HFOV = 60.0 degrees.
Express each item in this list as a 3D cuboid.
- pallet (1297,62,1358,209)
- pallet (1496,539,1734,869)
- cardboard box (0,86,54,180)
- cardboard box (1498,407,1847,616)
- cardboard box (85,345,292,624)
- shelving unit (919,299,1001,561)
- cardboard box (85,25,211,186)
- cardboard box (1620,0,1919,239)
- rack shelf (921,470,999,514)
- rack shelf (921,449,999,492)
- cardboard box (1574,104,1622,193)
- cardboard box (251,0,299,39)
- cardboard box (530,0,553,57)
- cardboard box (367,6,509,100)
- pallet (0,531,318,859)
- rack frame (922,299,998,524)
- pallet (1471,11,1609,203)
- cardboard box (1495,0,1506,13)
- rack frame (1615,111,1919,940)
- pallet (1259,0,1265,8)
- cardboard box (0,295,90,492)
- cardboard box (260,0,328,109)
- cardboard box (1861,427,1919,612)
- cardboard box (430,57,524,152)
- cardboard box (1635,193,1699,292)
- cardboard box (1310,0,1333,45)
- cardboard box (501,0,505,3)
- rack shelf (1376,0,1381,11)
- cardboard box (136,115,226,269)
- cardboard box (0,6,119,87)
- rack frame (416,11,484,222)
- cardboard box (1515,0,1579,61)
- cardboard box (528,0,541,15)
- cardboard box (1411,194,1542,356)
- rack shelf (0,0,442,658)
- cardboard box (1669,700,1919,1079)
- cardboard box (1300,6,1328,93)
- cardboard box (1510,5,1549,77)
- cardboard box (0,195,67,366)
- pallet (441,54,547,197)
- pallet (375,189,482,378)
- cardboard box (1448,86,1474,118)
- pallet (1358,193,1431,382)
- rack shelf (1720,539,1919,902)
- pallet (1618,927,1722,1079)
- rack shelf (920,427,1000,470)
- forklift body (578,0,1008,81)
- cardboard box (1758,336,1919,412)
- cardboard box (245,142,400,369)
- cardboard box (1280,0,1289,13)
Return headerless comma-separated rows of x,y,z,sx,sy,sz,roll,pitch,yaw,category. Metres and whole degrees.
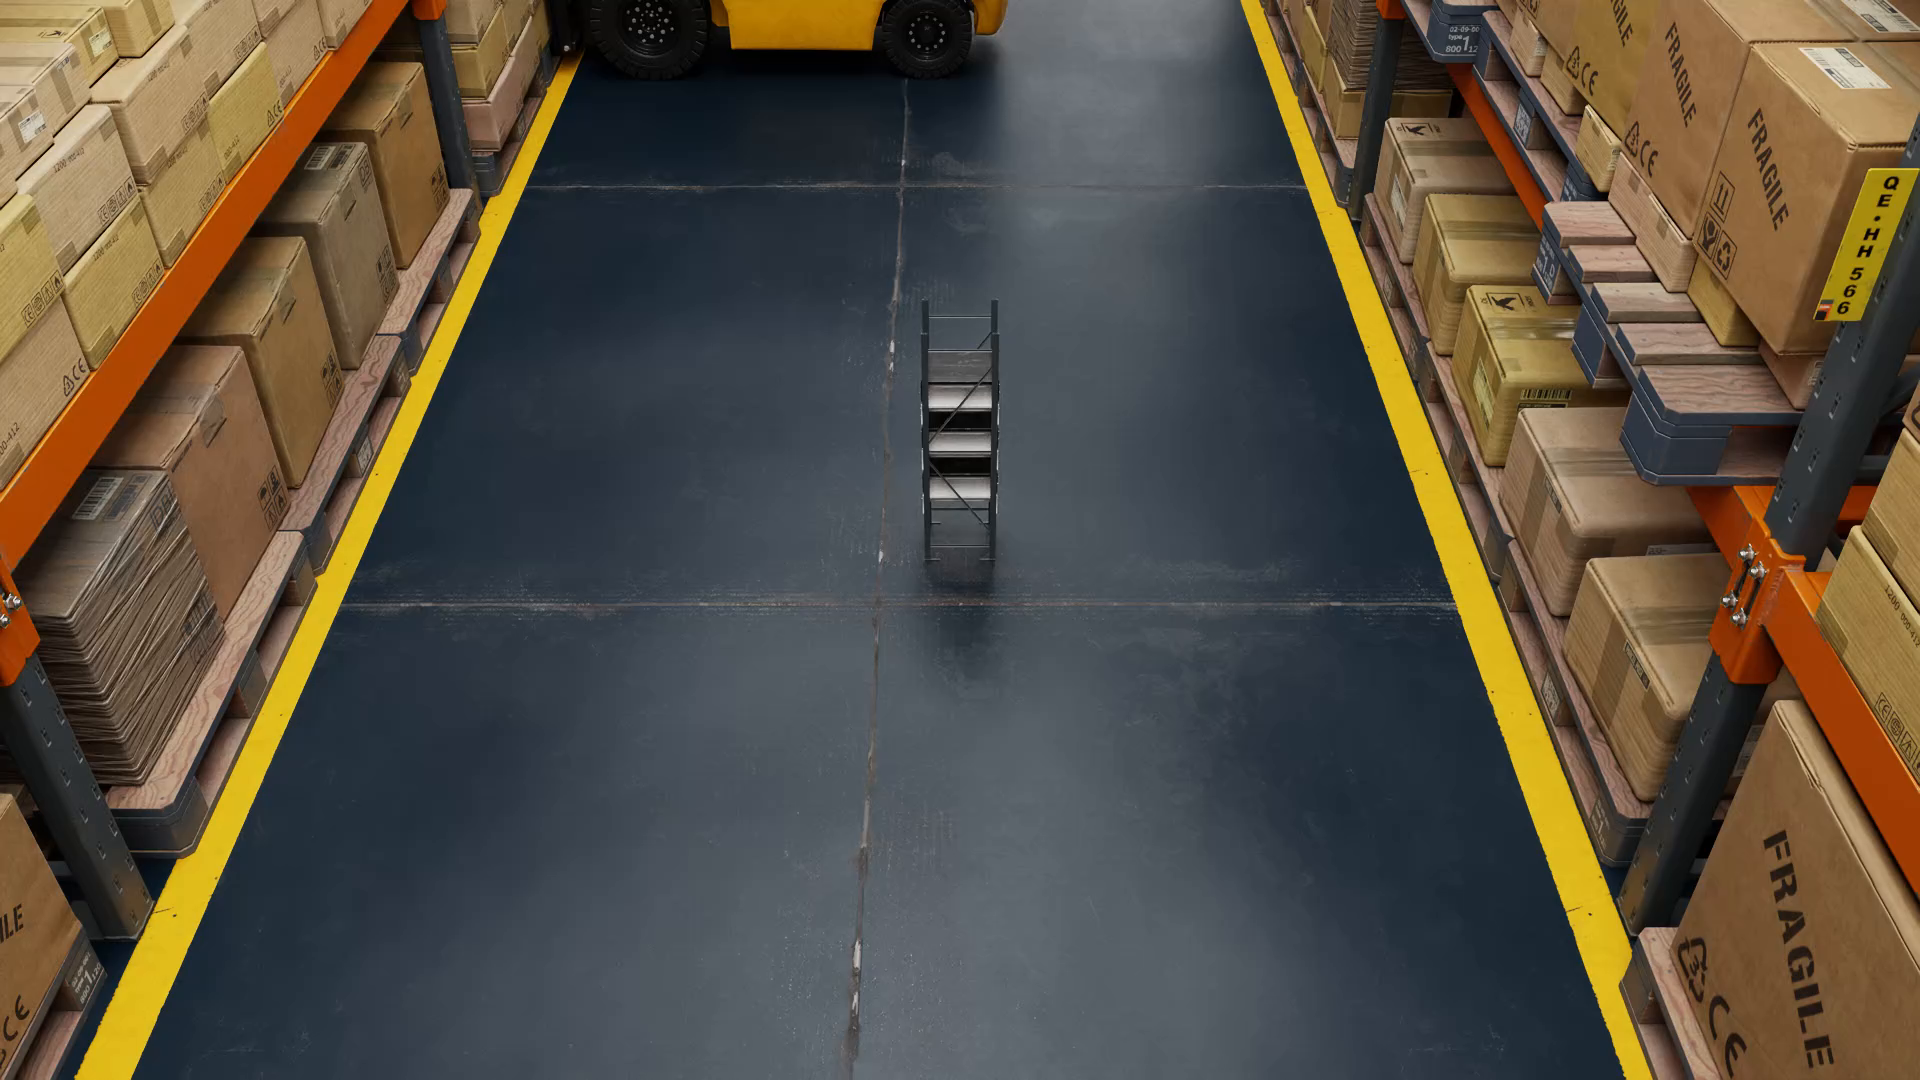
2.240,-1.980,8.052,1.003,0.211,1.213,0,39,0,pallet
2.282,0.452,5.017,1.003,0.211,1.213,0,39,0,pallet
-2.416,-0.960,3.951,0.380,0.149,0.250,1,39,1,cardboard box
2.282,-0.100,5.242,0.950,0.372,0.625,-1,39,-1,cardboard box
-2.678,-0.177,5.135,0.875,0.625,0.625,1,39,1,cardboard box
0.000,-0.346,5.462,0.258,0.900,0.210,0,39,0,shelving unit
-2.421,-1.196,4.564,0.500,0.250,0.500,-1,39,-1,cardboard box
1.991,-1.073,4.037,0.500,0.500,0.500,-1,39,-1,cardboard box
0.000,-0.180,5.596,0.258,0.077,0.200,0,39,0,rack shelf
0.000,-0.250,5.539,0.258,0.077,0.200,0,39,0,rack shelf
1.921,-1.072,4.555,0.380,0.149,0.250,1,39,1,cardboard box
-2.428,-1.831,5.356,0.500,0.250,0.500,1,39,1,cardboard box
-2.389,-2.675,8.552,0.500,0.250,0.500,1,39,1,cardboard box
-2.379,-2.231,7.599,0.500,0.250,0.500,0,39,0,cardboard box
-2.644,0.432,5.042,1.003,0.211,1.213,0,39,0,pallet
0.000,-0.410,5.542,0.240,0.900,0.006,0,39,0,rack frame
2.238,-1.310,5.139,1.003,0.211,1.213,0,39,0,pallet
1.988,-1.874,5.555,0.380,0.149,0.250,1,39,1,cardboard box
2.281,-0.147,3.535,1.000,3.000,0.127,0,39,0,rack frame
2.238,-3.506,9.956,1.003,0.211,1.213,0,39,0,pallet
-2.439,-0.360,3.921,0.500,0.250,0.500,0,39,0,cardboard box
-2.449,-1.644,5.523,0.500,0.250,0.500,0,39,0,cardboard box
2.035,0.033,3.030,0.500,0.250,0.500,0,39,0,cardboard box
-2.357,-2.036,7.755,0.500,0.250,0.500,0,39,0,cardboard box
1.928,-0.743,4.143,0.380,0.149,0.250,0,39,0,cardboard box
2.005,-2.720,8.009,0.500,0.500,0.500,1,39,1,cardboard box
-2.364,-2.746,7.841,0.500,0.250,0.500,0,39,0,cardboard box
2.274,-3.618,8.442,1.077,0.370,4.000,0,39,0,rack shelf
-2.442,-0.997,4.715,0.500,0.250,0.500,-1,39,-2,cardboard box
-2.459,-1.281,4.351,0.380,0.149,0.250,0,39,0,cardboard box
-2.687,-2.643,6.649,1.000,3.000,0.127,0,39,0,rack frame
1.990,-1.730,4.857,0.500,0.500,0.500,-2,39,-2,cardboard box
-2.371,-2.861,8.384,0.500,0.250,0.500,0,39,0,cardboard box
2.284,-1.009,6.376,0.950,0.372,0.625,2,39,3,cardboard box
-2.685,-1.111,5.313,1.077,0.370,4.000,0,39,0,rack shelf
2.199,0.950,3.529,0.875,0.875,0.875,0,39,0,cardboard box
1.996,-2.442,8.261,0.500,0.250,0.500,-1,39,-1,cardboard box
1.935,-1.553,5.155,0.380,0.149,0.250,1,39,2,cardboard box
-2.414,-0.555,3.765,0.500,0.250,0.500,0,39,0,cardboard box
-2.646,-2.052,8.141,1.003,0.211,1.213,0,39,0,pallet
-2.647,-1.094,6.946,1.003,0.211,1.213,0,39,0,pallet
2.546,-2.108,7.845,0.500,0.250,0.500,-2,39,-2,cardboard box
2.279,-1.073,6.921,1.003,0.211,1.213,0,39,0,pallet
2.283,1.384,2.199,1.077,0.370,4.000,0,39,0,rack shelf
2.207,1.434,3.792,1.003,0.211,1.213,0,39,0,pallet
0.000,-0.320,5.483,0.258,0.077,0.200,0,39,0,rack shelf
-0.865,-3.628,8.558,2.313,2.155,1.214,0,39,0,forklift body
2.045,-0.418,3.738,0.380,0.149,0.250,1,39,2,cardboard box
-2.682,-1.068,6.247,0.875,0.625,0.625,0,39,0,cardboard box
2.003,-3.076,9.052,0.500,0.250,0.500,2,39,3,cardboard box
